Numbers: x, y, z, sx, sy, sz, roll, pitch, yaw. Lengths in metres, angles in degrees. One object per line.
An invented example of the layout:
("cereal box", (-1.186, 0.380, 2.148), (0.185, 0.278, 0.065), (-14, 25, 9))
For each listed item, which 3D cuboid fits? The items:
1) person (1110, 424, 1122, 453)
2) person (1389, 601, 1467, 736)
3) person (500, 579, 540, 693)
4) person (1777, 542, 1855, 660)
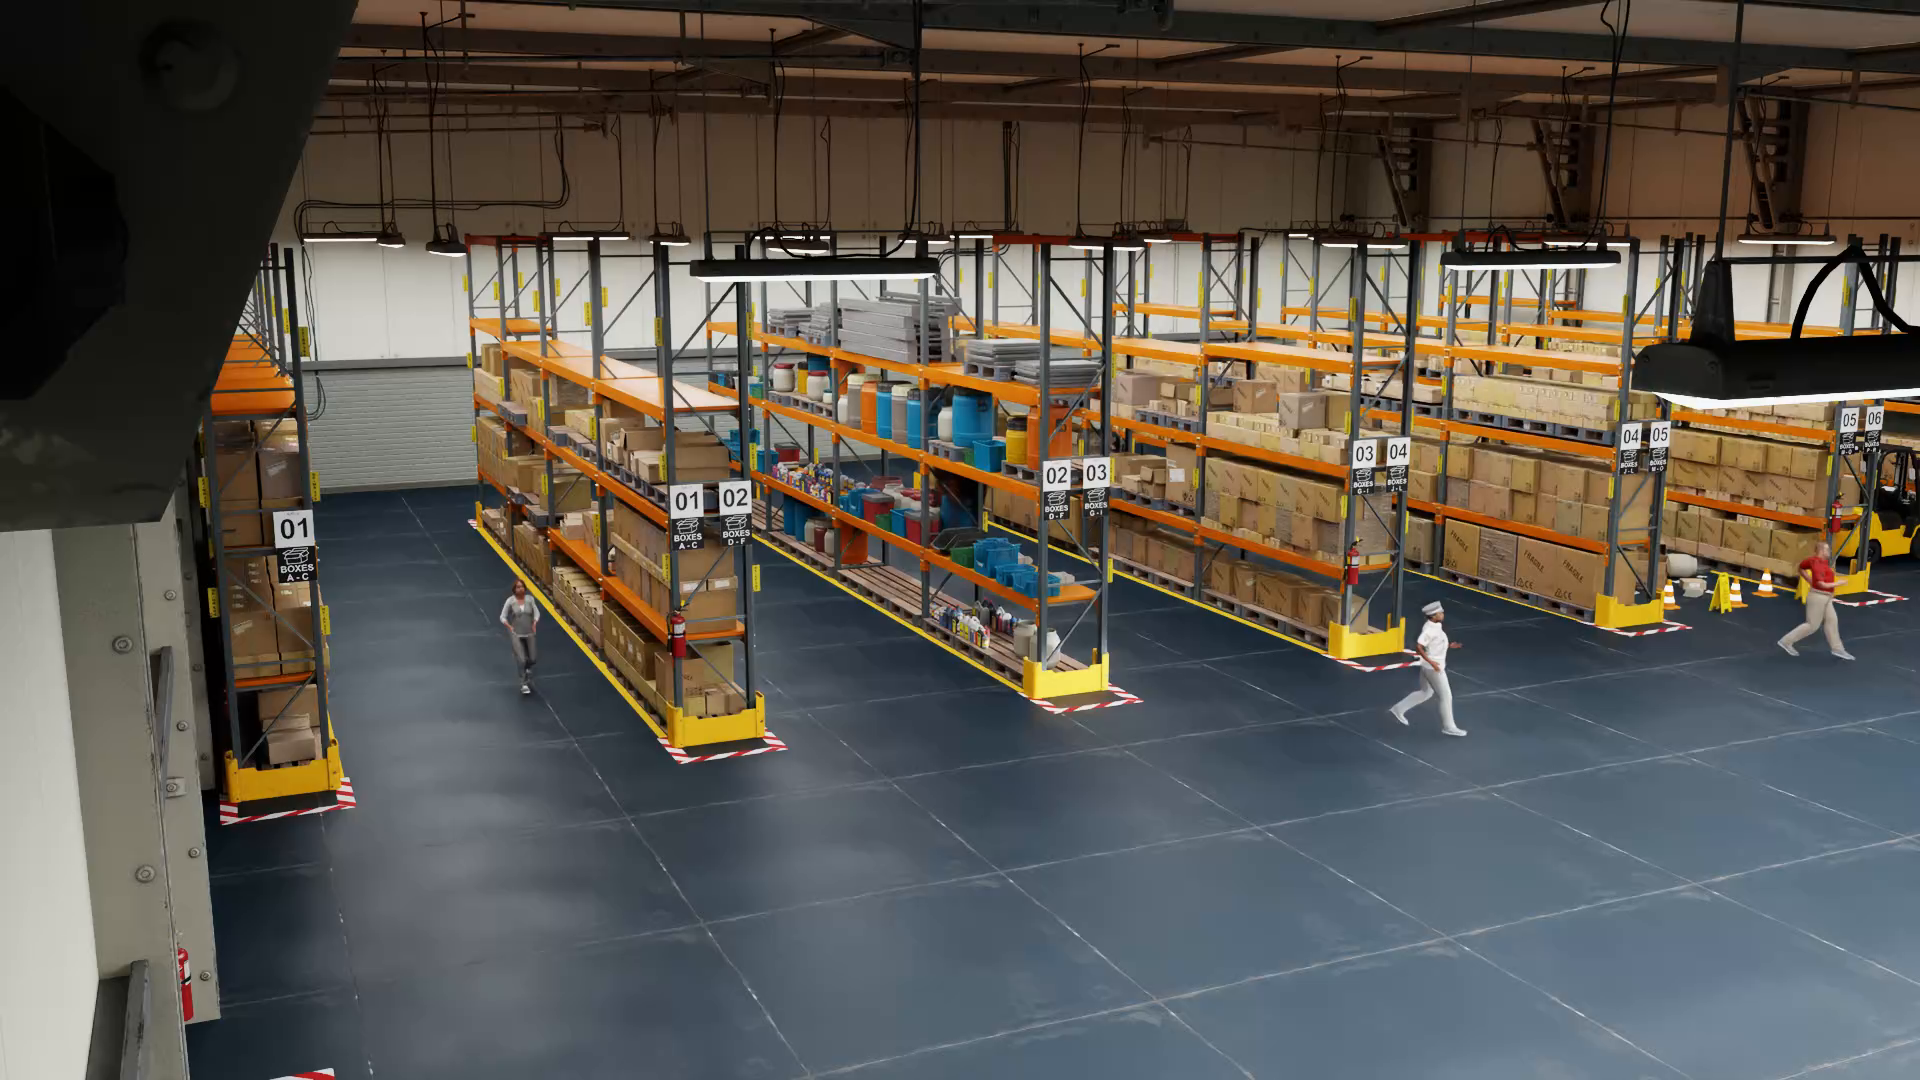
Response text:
("person", (3.412, -1.836, 38.067), (0.666, 1.756, 0.945), (-4, 12, -19))
("person", (5.823, 1.569, 20.518), (0.914, 1.678, 0.581), (2, 11, 9))
("person", (-5.921, 1.288, 22.443), (0.534, 1.534, 0.565), (-5, 12, -25))
("person", (12.442, 0.877, 24.021), (1.036, 1.712, 0.671), (5, 12, 24))
